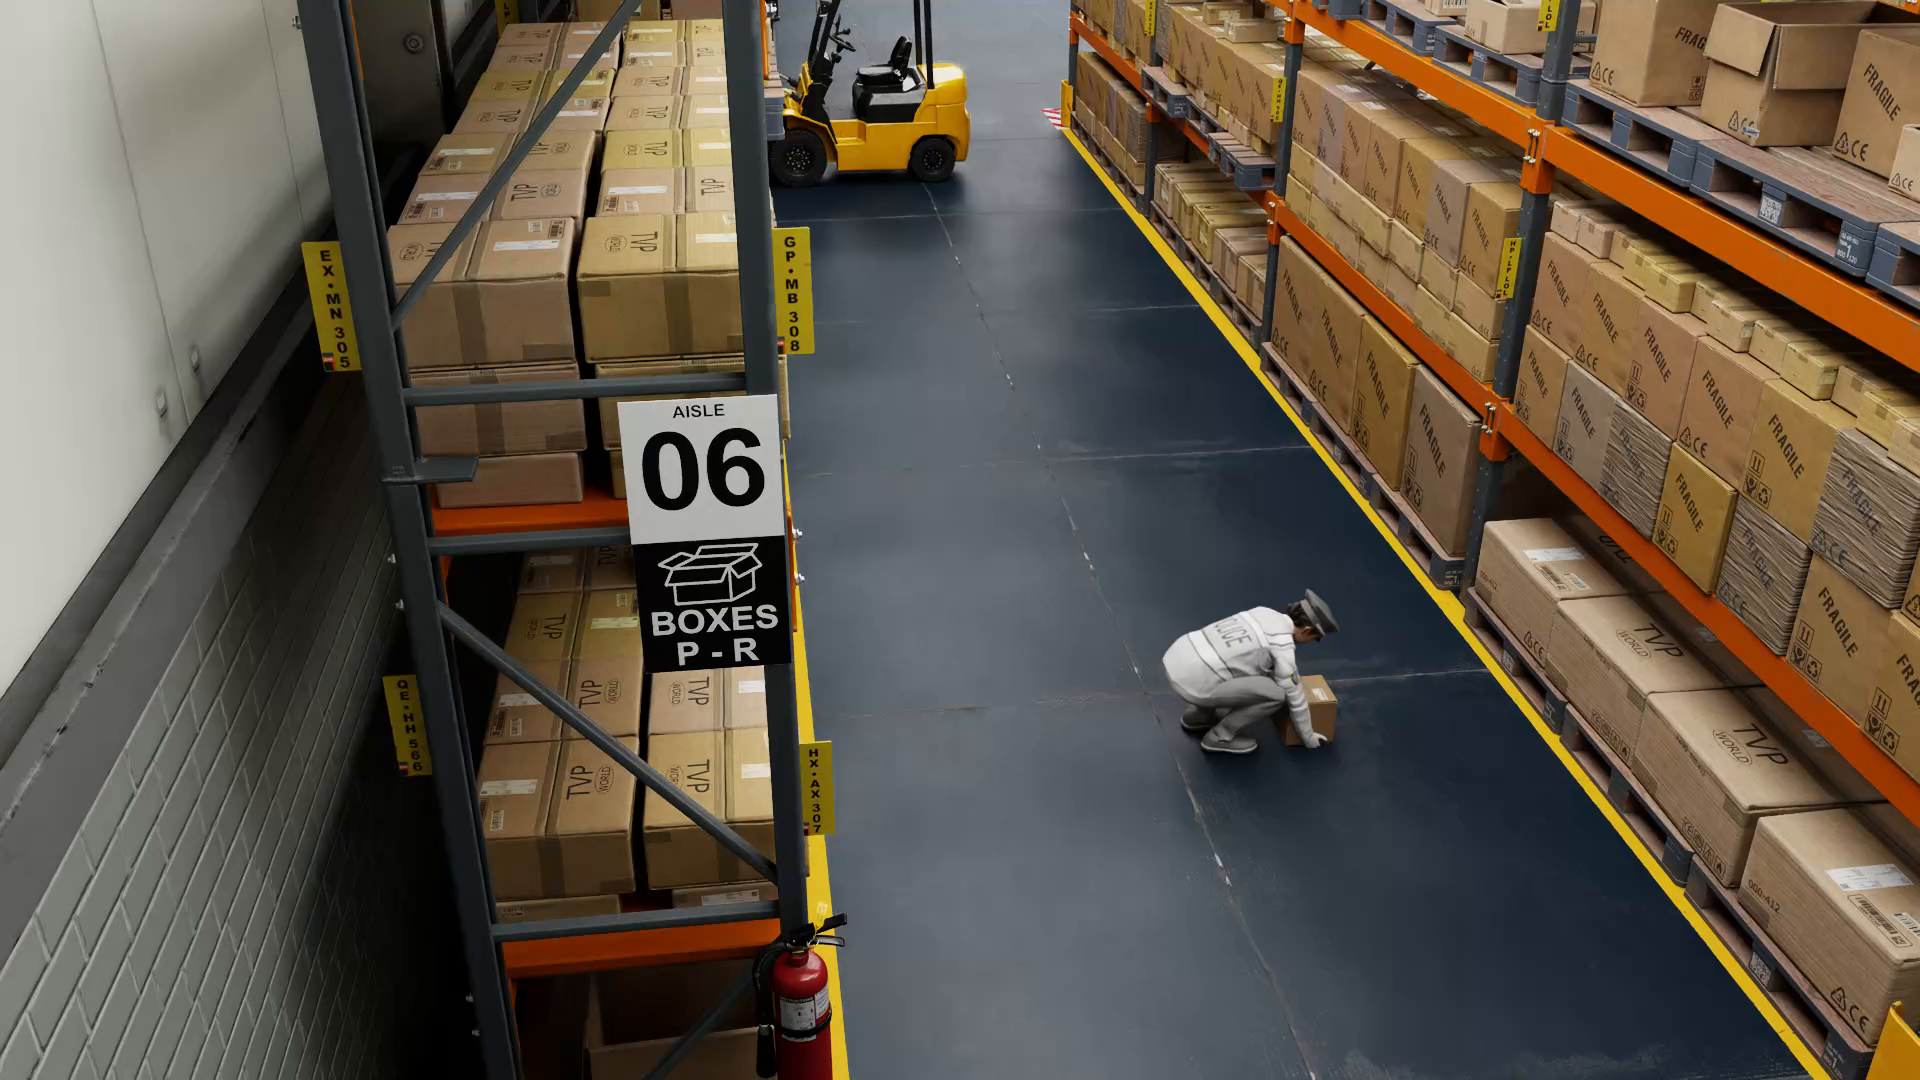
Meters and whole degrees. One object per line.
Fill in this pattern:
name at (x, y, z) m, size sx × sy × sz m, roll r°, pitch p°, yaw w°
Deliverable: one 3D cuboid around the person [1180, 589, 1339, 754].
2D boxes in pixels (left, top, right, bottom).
person at (1.517, 0.644, 8.345) m, size 0.772 × 0.784 × 0.409 m, roll -4°, pitch 28°, yaw -8°
